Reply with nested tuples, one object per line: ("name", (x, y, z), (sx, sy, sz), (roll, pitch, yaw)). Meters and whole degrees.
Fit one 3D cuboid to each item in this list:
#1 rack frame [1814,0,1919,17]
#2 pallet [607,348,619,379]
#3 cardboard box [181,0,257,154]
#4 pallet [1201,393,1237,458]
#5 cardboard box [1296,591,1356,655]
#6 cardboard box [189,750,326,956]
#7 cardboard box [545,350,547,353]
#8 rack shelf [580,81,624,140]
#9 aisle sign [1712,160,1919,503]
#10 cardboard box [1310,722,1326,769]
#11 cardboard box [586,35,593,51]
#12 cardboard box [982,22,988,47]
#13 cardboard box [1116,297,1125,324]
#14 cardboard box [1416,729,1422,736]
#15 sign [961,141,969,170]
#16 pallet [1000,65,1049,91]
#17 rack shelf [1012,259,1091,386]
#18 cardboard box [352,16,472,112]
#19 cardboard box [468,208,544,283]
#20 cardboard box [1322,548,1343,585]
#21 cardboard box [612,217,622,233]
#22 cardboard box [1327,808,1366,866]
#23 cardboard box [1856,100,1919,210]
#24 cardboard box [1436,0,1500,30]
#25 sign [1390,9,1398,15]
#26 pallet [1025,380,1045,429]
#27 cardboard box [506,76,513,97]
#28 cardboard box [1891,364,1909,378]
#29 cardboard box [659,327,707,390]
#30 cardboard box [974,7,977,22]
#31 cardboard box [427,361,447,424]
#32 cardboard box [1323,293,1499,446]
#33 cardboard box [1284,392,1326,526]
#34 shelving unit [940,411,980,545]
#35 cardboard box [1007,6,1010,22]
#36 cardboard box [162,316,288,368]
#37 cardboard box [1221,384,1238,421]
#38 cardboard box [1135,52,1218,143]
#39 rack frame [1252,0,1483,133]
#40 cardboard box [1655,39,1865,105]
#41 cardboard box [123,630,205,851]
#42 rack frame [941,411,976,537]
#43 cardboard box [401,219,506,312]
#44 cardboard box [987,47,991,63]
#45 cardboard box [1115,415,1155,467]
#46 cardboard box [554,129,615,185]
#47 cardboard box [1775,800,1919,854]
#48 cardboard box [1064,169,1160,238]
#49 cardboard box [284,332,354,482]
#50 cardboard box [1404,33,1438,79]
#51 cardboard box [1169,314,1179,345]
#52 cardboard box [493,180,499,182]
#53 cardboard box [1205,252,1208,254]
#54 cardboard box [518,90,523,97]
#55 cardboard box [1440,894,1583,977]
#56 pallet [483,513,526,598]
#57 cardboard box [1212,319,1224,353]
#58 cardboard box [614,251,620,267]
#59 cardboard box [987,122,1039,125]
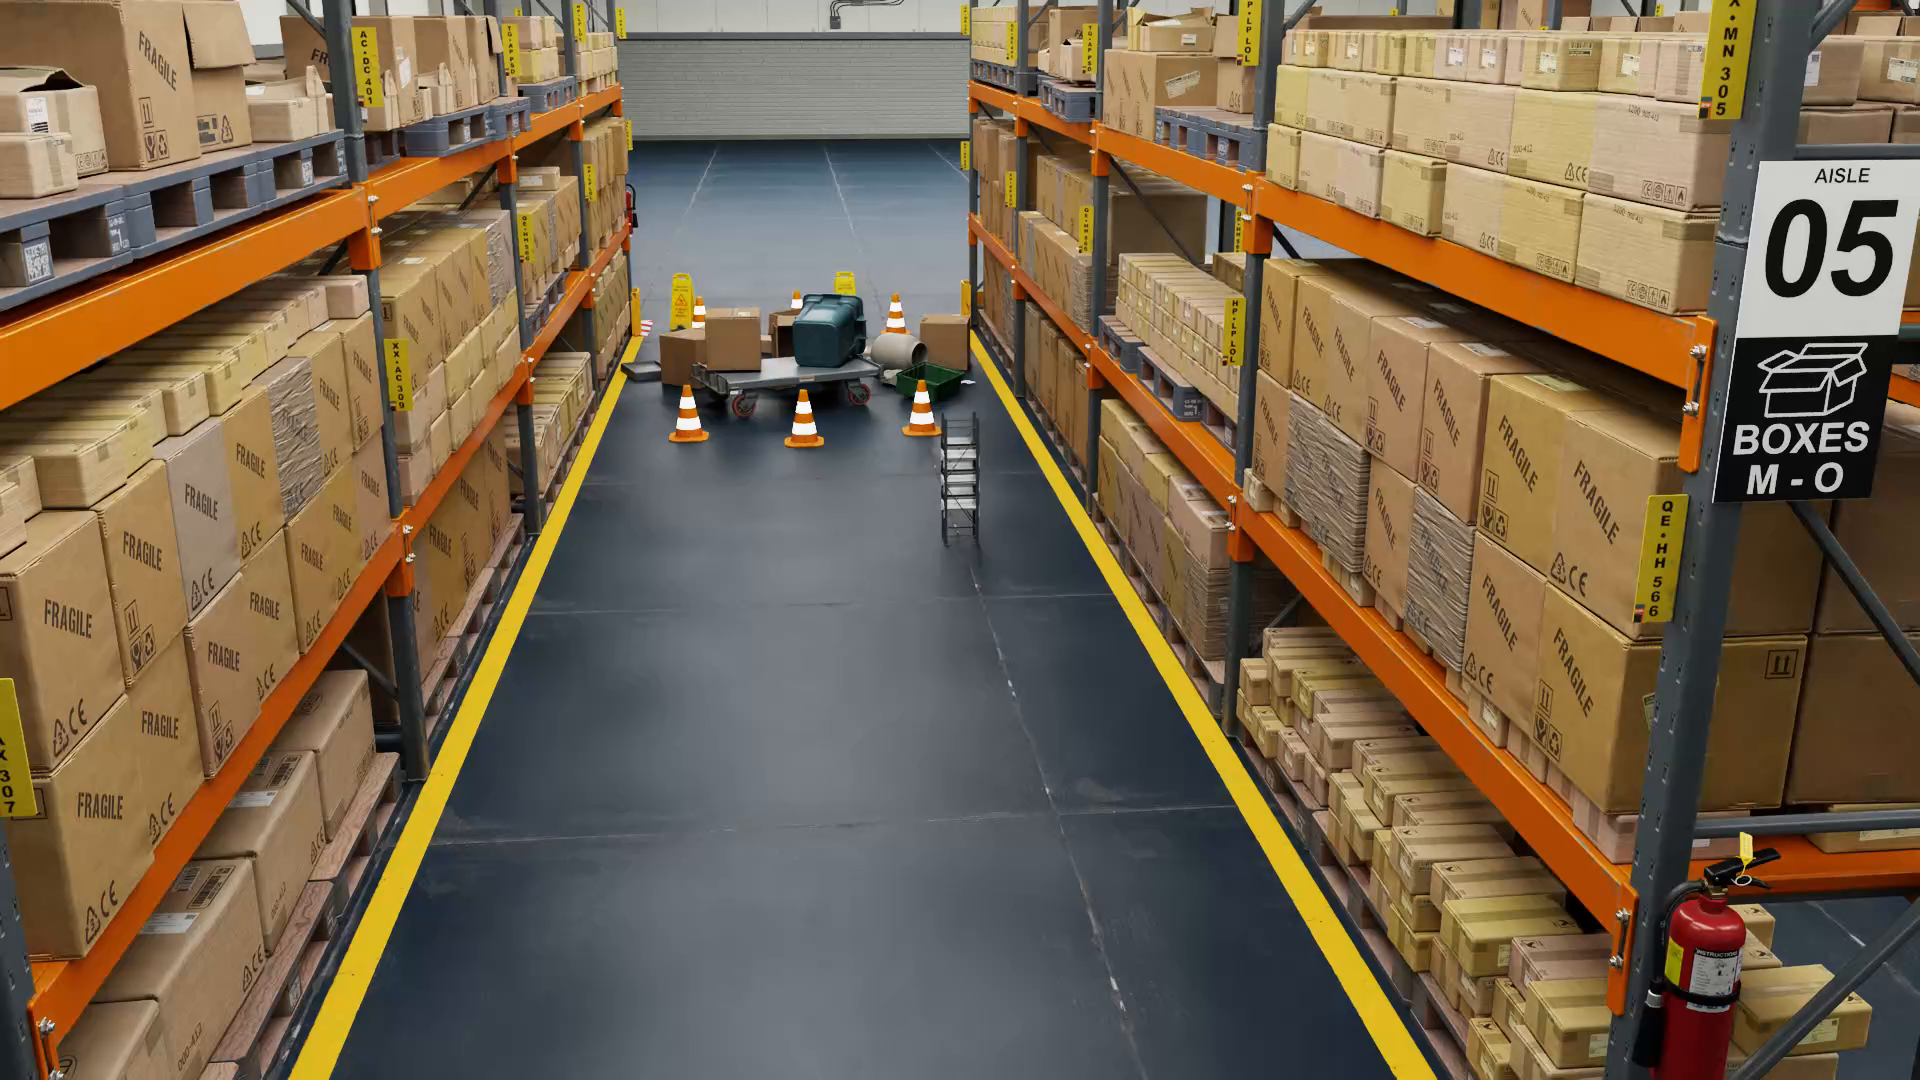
("rack frame", (6.381, -4.629, 11.399), (1.000, 3.000, 0.127), (-2, 18, -6))
("pallet", (-4.122, -1.885, 17.330), (1.003, 0.211, 1.213), (-2, 18, -6))
("cardboard box", (-2.892, -1.597, 5.707), (0.797, 0.503, 0.637), (0, 17, -1))
("pallet", (1.916, -0.593, 8.878), (1.003, 0.211, 1.213), (-2, 18, -6))
("cardboard box", (2.037, 0.312, 9.148), (0.500, 0.500, 0.500), (-1, 17, -3))
("cardboard box", (-3.012, 1.210, 6.391), (0.875, 0.438, 0.875), (-2, 18, -7))
("cardboard box", (-4.217, -1.709, 16.002), (0.500, 0.250, 0.500), (-1, 17, -3))
("rack shelf", (-4.095, -4.336, 16.675), (1.077, 0.370, 4.000), (-2, 18, -6))
("aisle sign", (1.972, -0.470, 3.825), (0.394, 0.787, 0.004), (-2, 18, -6))
("cardboard box", (1.770, 0.908, 7.338), (0.380, 0.149, 0.250), (-3, 18, -8))
("cardboard box", (-3.671, -4.683, 15.666), (0.380, 0.149, 0.250), (-2, 18, -6))
("cardboard box", (0.513, -5.324, 17.504), (0.500, 0.250, 0.500), (-2, 18, -6))
("cardboard box", (1.283, -1.585, 11.435), (0.380, 0.149, 0.250), (-2, 18, -6))
("cardboard box", (2.212, 0.887, 7.405), (0.380, 0.149, 0.250), (-2, 18, -5))
("sign", (0.060, -4.463, 19.307), (0.100, 0.325, 0.005), (-2, 18, -6))
("pallet", (0.951, -4.468, 16.043), (1.003, 0.211, 1.213), (-2, 18, -6))
("rack shelf", (1.231, -1.896, 13.911), (1.077, 0.370, 4.000), (-2, 18, -6))
("cardboard box", (-3.006, -2.624, 9.151), (0.500, 0.500, 0.500), (-2, 18, -5))
("cardboard box", (-3.353, -2.147, 12.144), (0.500, 0.500, 0.500), (-1, 17, -3))
("cardboard box", (1.717, 0.073, 6.856), (0.380, 0.149, 0.250), (-1, 17, -5))
("cardboard box", (-3.851, -3.395, 17.902), (0.380, 0.149, 0.250), (-1, 17, -5))
("cardboard box", (1.742, 1.211, 6.869), (0.380, 0.149, 0.250), (-2, 18, -7))
("cardboard box", (2.475, -1.000, 4.263), (0.500, 0.250, 0.500), (-1, 17, -5))
("cardboard box", (5.441, -5.559, 17.870), (0.500, 0.500, 0.500), (-2, 18, -6))
("sign", (5.016, -5.982, 19.256), (0.100, 0.325, 0.005), (-2, 18, -6))
("pallet", (1.179, -1.278, 15.394), (1.003, 0.211, 1.213), (-2, 18, -6))
("cardboard box", (-3.564, -3.222, 11.758), (0.700, 0.500, 0.500), (-2, 18, -6))
("cardboard box", (6.273, -1.355, 10.819), (0.500, 0.500, 0.500), (-2, 18, -7))
("cardboard box", (-2.646, -1.822, 16.643), (0.500, 0.500, 0.500), (11, 21, 32))
("cardboard box", (0.355, -5.783, 18.302), (0.380, 0.149, 0.250), (-2, 18, -5))
("cardboard box", (-2.910, -0.730, 8.411), (0.500, 0.250, 0.500), (-2, 17, -5))
("cardboard box", (1.744, -0.672, 6.476), (0.500, 0.500, 0.500), (-1, 17, -5))
("cardboard box", (1.708, -0.339, 7.086), (0.500, 0.500, 0.500), (-2, 18, -6))
("shelving unit", (0.001, -0.427, 11.535), (0.258, 0.900, 0.210), (-2, 18, -6))
("cardboard box", (0.644, -4.950, 15.648), (0.380, 0.149, 0.250), (-2, 18, -6))
("cardboard box", (-2.674, -0.717, 6.032), (0.380, 0.149, 0.250), (-2, 18, -6))
("cardboard box", (1.584, -0.722, 8.688), (0.380, 0.149, 0.250), (-2, 18, -5))
("cardboard box", (1.347, -2.647, 9.925), (0.500, 0.500, 0.500), (-2, 18, -6))
("rack frame", (1.850, -3.314, 7.211), (1.000, 3.000, 0.127), (-2, 18, -6))
("cardboard box", (1.936, -1.139, 4.038), (0.380, 0.149, 0.250), (-2, 18, -6))
("cardboard box", (-2.495, 0.573, 4.676), (0.500, 0.500, 0.500), (-2, 18, -6))
("rack frame", (-0.010, -0.457, 11.631), (0.240, 0.900, 0.006), (-2, 18, -6))
("cardboard box", (-3.101, -1.687, 10.207), (0.500, 0.500, 0.500), (-1, 17, -5))
("cardboard box", (0.486, -5.023, 17.212), (0.380, 0.149, 0.250), (-2, 18, -5))
("cardboard box", (1.320, -0.645, 10.945), (0.500, 0.250, 0.500), (-2, 18, -6))
("cardboard box", (-3.774, -3.760, 16.314), (0.700, 0.500, 0.500), (-2, 18, -7))
("cardboard box", (2.555, 0.753, 4.691), (0.380, 0.149, 0.250), (-2, 18, -6))
("cardboard box", (1.239, -2.758, 13.619), (0.700, 0.500, 0.500), (-2, 18, -6))
("cardboard box", (-2.696, -0.510, 6.459), (0.500, 0.500, 0.500), (-2, 18, -6))
("cardboard box", (1.767, -1.676, 5.749), (0.380, 0.149, 0.250), (-2, 18, -7))
("cardboard box", (1.453, -1.252, 9.879), (0.380, 0.149, 0.250), (-1, 17, -4))
("cardboard box", (-4.125, -2.894, 14.523), (0.500, 0.500, 0.500), (-1, 17, -4))
("cardboard box", (1.604, -1.985, 12.825), (0.500, 0.500, 0.500), (-2, 18, -6))
("cardboard box", (-4.163, -4.126, 15.224), (0.380, 0.149, 0.250), (-2, 17, -5))
("cardboard box", (1.834, 1.316, 5.543), (0.380, 0.149, 0.250), (-2, 18, -7))
("pallet", (-3.470, 0.107, 10.984), (1.003, 0.211, 1.213), (-2, 18, -6))
("cardboard box", (1.561, -1.087, 8.857), (0.380, 0.149, 0.250), (-2, 18, -7))
("cardboard box", (-3.832, -2.987, 17.738), (0.380, 0.149, 0.250), (-1, 17, -5))
("cardboard box", (0.760, -4.341, 18.444), (0.875, 0.550, 0.550), (-2, 18, -6))
